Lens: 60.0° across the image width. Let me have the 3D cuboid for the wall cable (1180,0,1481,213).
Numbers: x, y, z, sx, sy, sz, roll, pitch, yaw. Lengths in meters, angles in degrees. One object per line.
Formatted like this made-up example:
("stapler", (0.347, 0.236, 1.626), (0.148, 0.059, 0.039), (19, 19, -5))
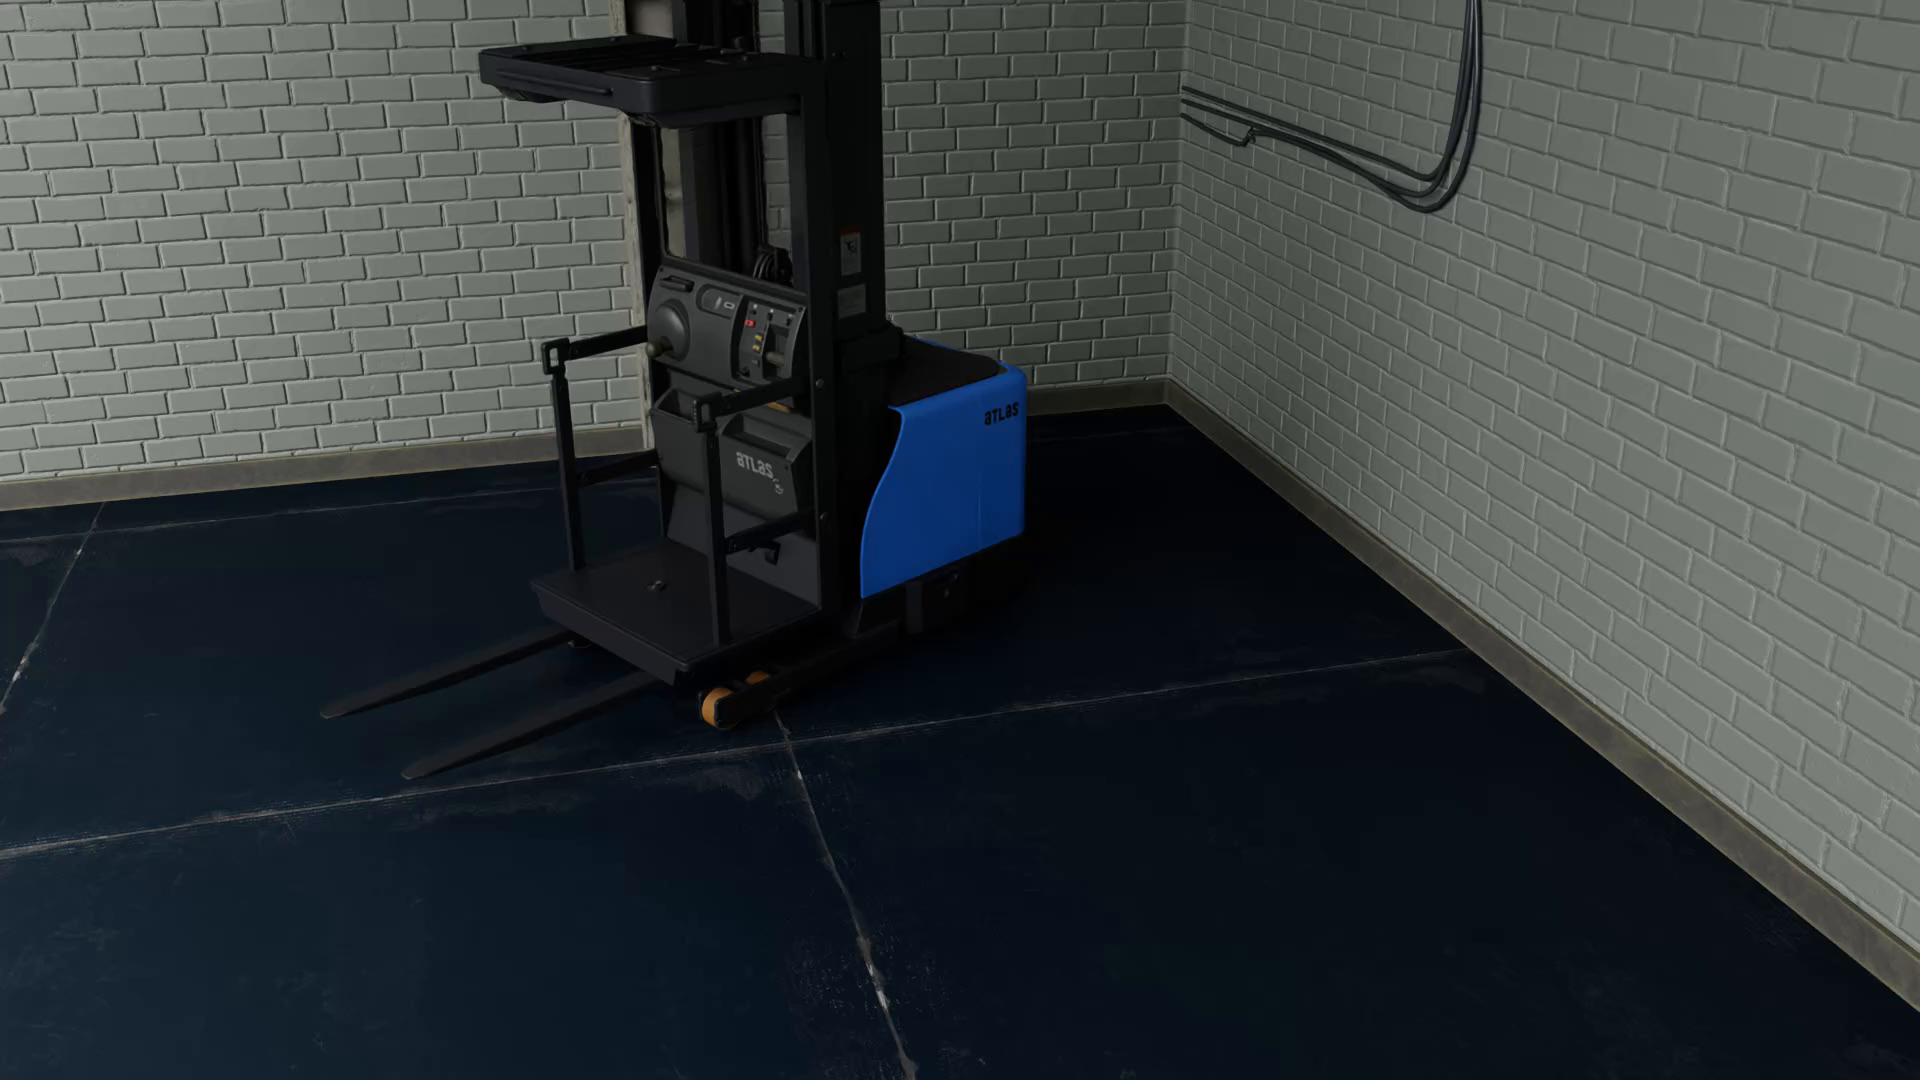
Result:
("wall cable", (1.631, -2.996, 7.758), (0.112, 2.526, 3.097), (-6, 24, -14))

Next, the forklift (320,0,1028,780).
("forklift", (-1.083, -0.831, 6.469), (1.130, 2.935, 3.031), (21, 31, 40))

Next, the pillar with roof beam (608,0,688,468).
("pillar with roof beam", (-0.400, -2.977, 3.775), (0.400, 9.000, 9.100), (-6, 24, -14))
